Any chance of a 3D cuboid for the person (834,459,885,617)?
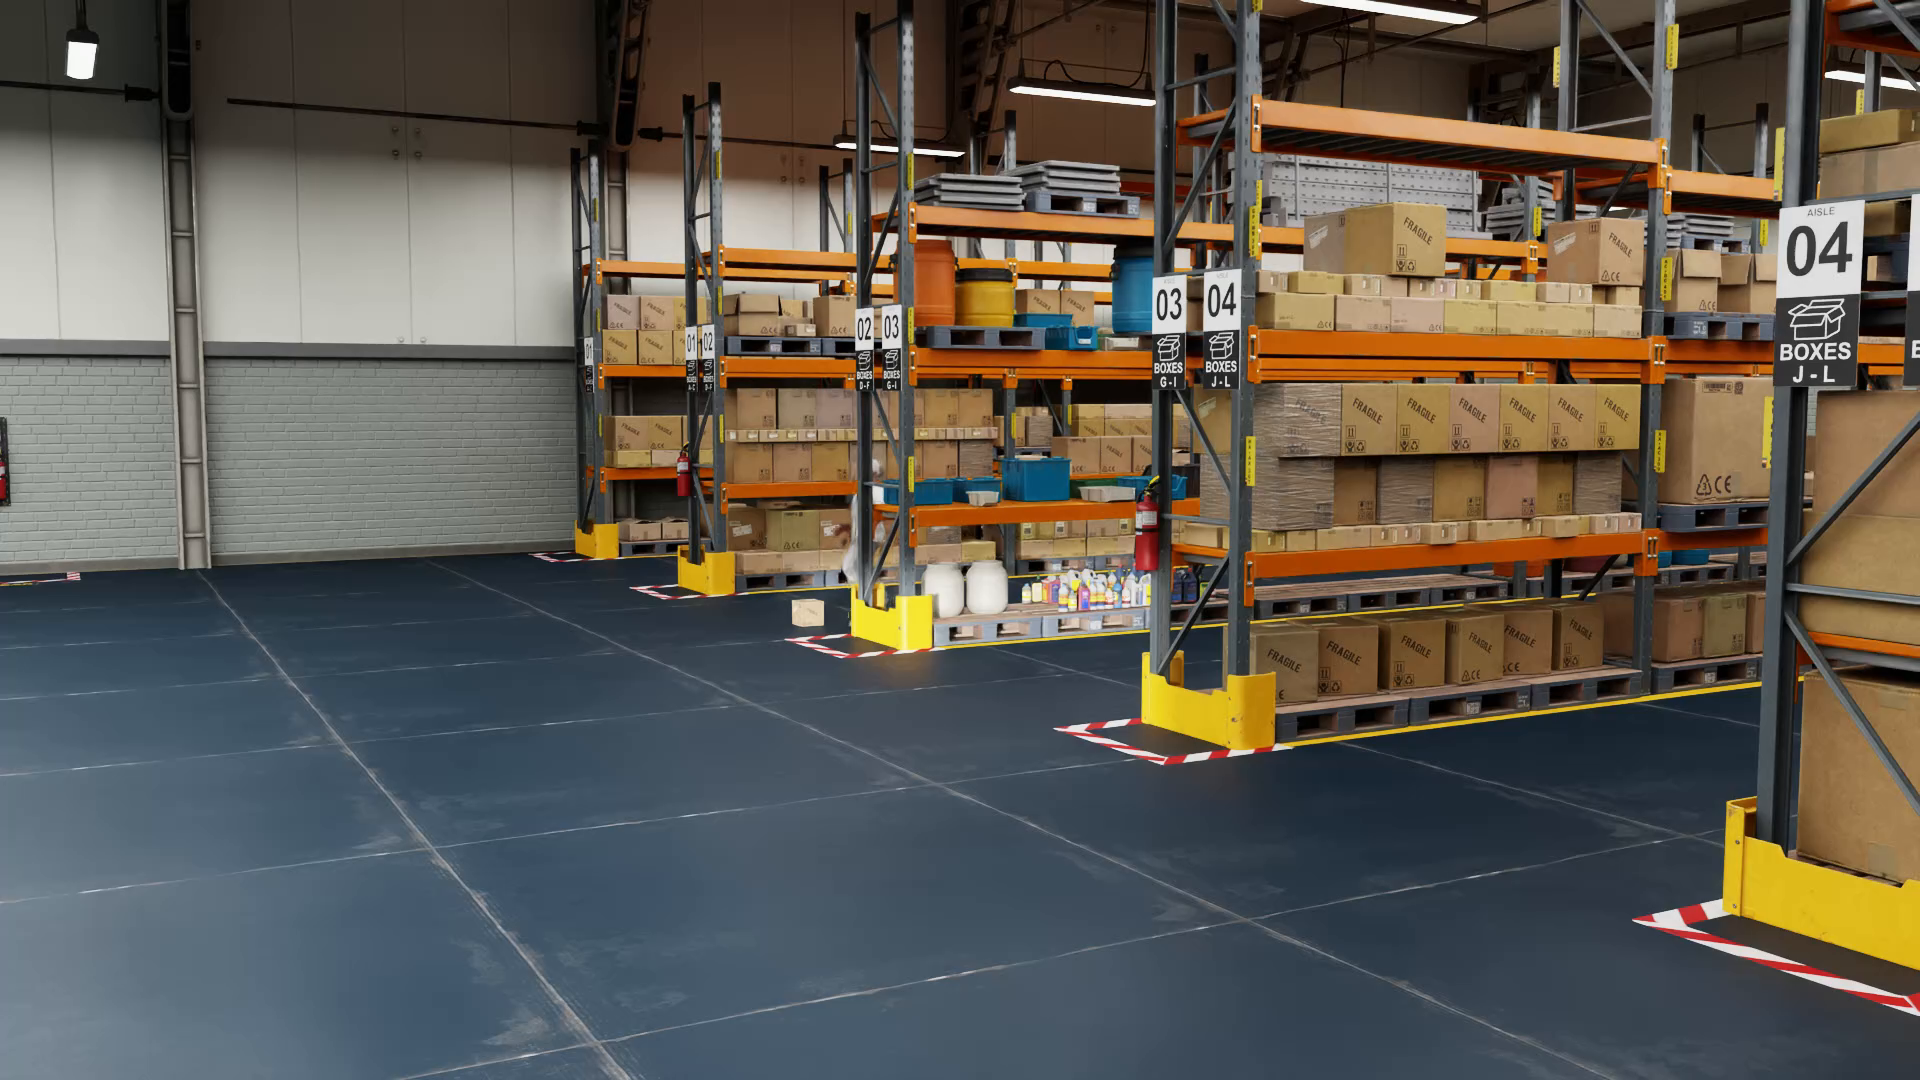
[{"bbox_3d":[-1.052,-0.007,17.468,0.552,1.720,0.804,-2,5,-24],"label":"person"}]
